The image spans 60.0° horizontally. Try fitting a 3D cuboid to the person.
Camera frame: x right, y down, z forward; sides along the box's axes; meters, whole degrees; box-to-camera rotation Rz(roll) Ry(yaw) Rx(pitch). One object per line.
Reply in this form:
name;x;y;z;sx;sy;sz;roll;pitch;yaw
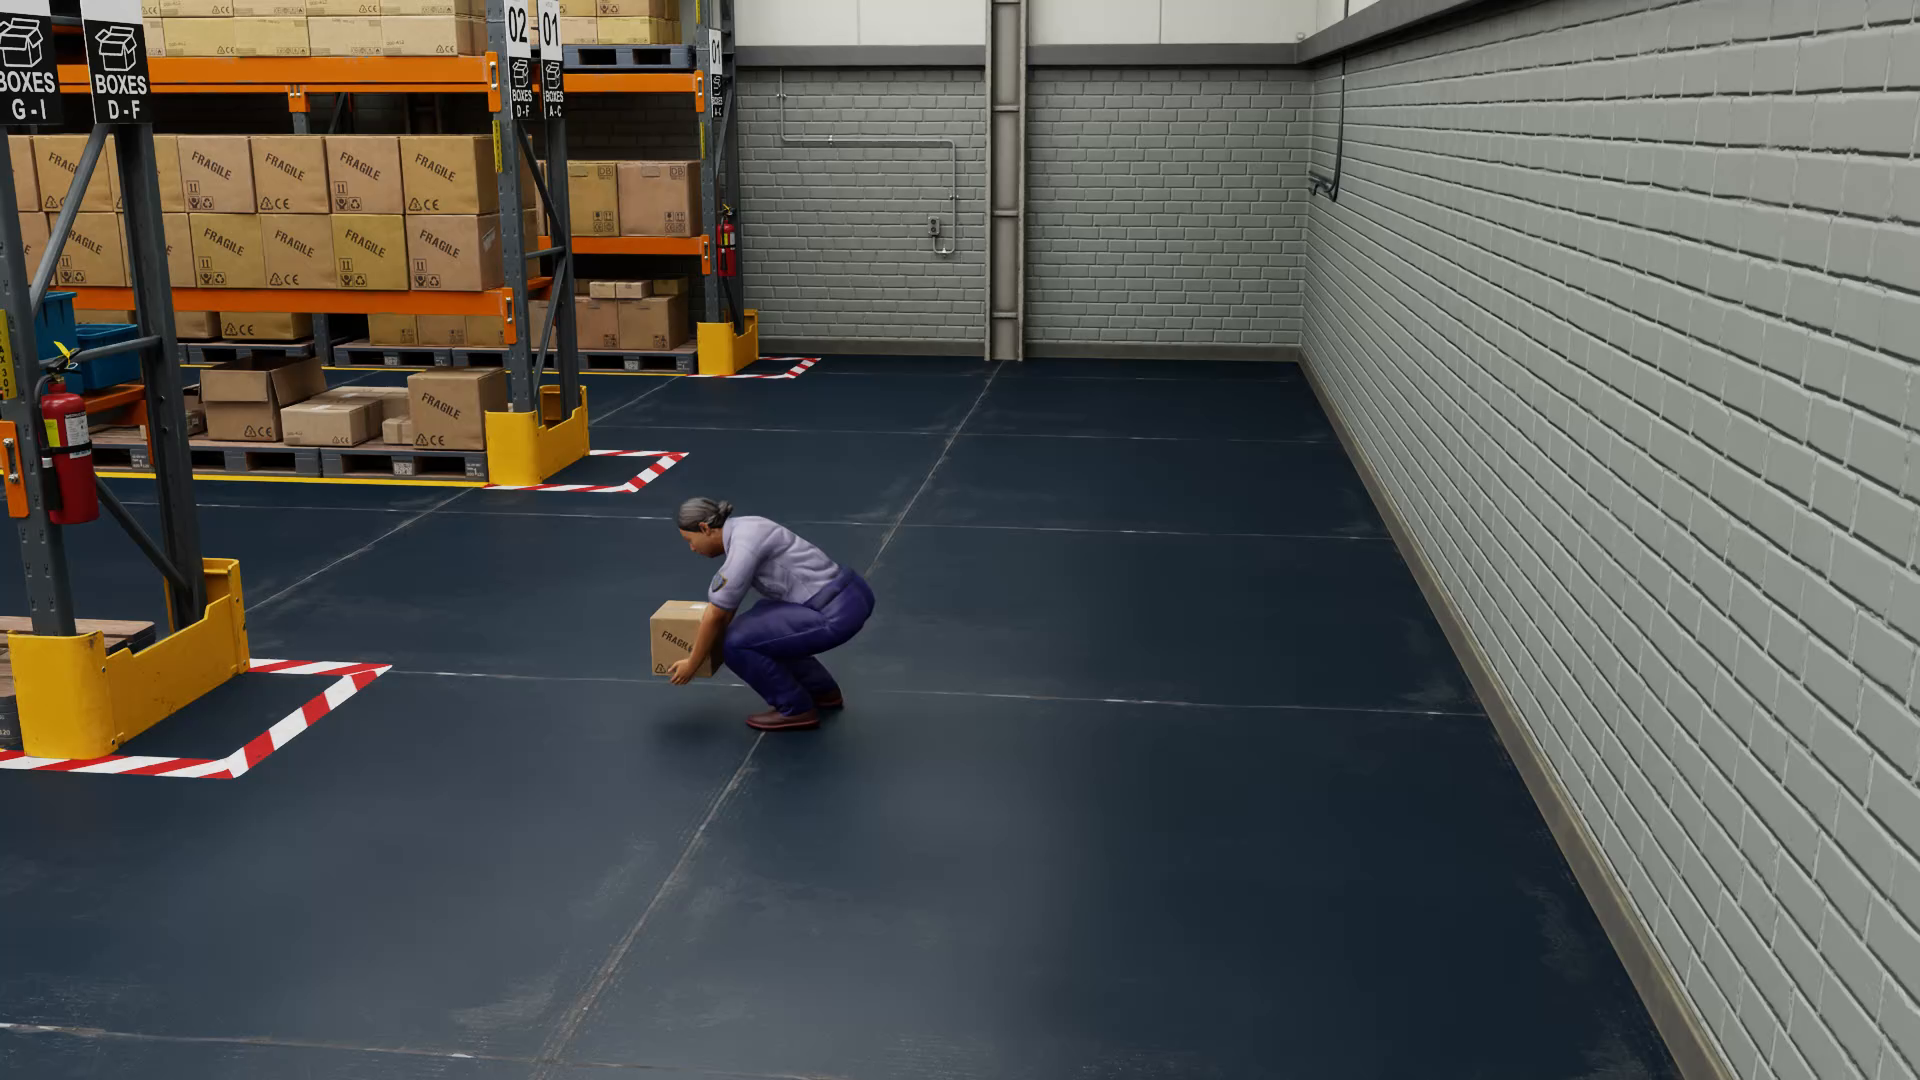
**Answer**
person;-0.777;0.283;6.848;0.829;0.953;0.526;2;14;6
